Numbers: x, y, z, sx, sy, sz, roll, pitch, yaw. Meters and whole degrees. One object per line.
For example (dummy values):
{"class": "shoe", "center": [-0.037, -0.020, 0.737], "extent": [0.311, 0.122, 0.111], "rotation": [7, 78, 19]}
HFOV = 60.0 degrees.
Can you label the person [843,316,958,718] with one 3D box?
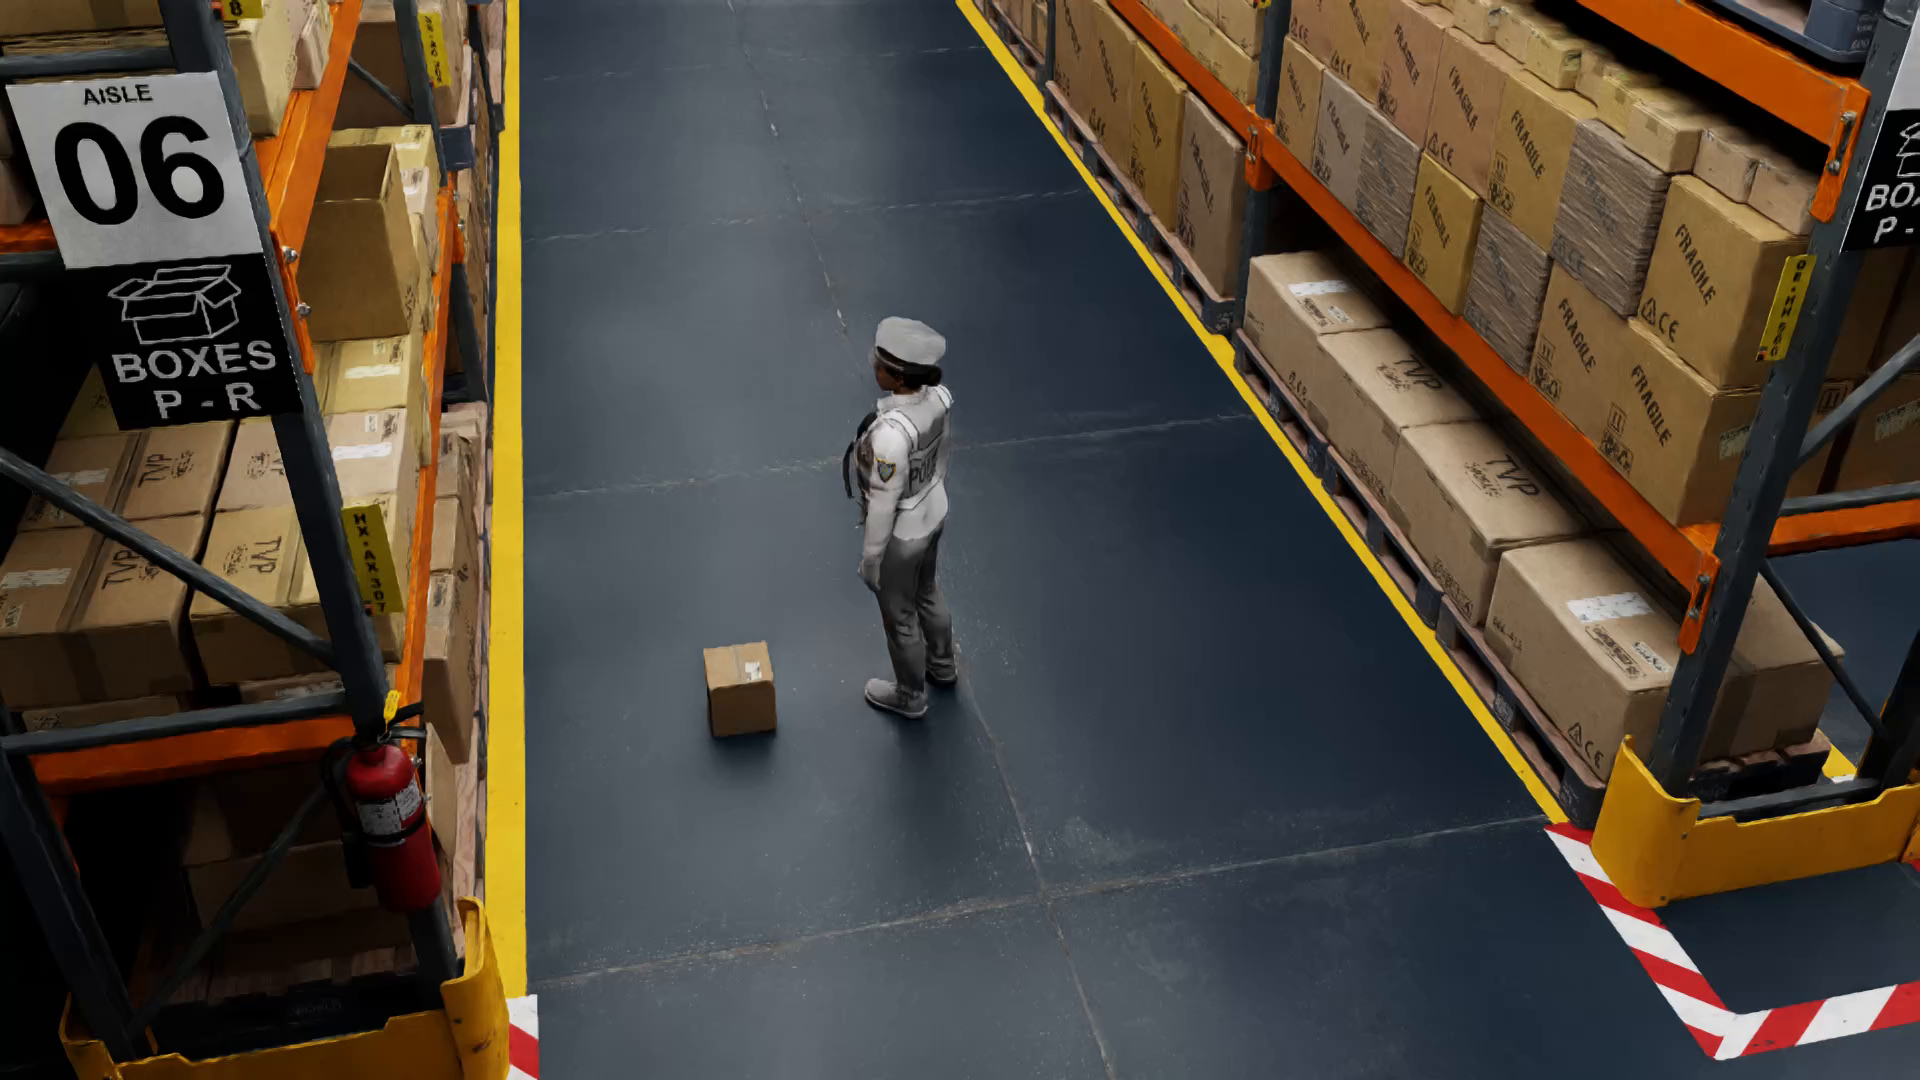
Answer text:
{"class": "person", "center": [-0.203, -0.067, 6.208], "extent": [0.346, 1.689, 0.616], "rotation": [14, 37, 19]}
